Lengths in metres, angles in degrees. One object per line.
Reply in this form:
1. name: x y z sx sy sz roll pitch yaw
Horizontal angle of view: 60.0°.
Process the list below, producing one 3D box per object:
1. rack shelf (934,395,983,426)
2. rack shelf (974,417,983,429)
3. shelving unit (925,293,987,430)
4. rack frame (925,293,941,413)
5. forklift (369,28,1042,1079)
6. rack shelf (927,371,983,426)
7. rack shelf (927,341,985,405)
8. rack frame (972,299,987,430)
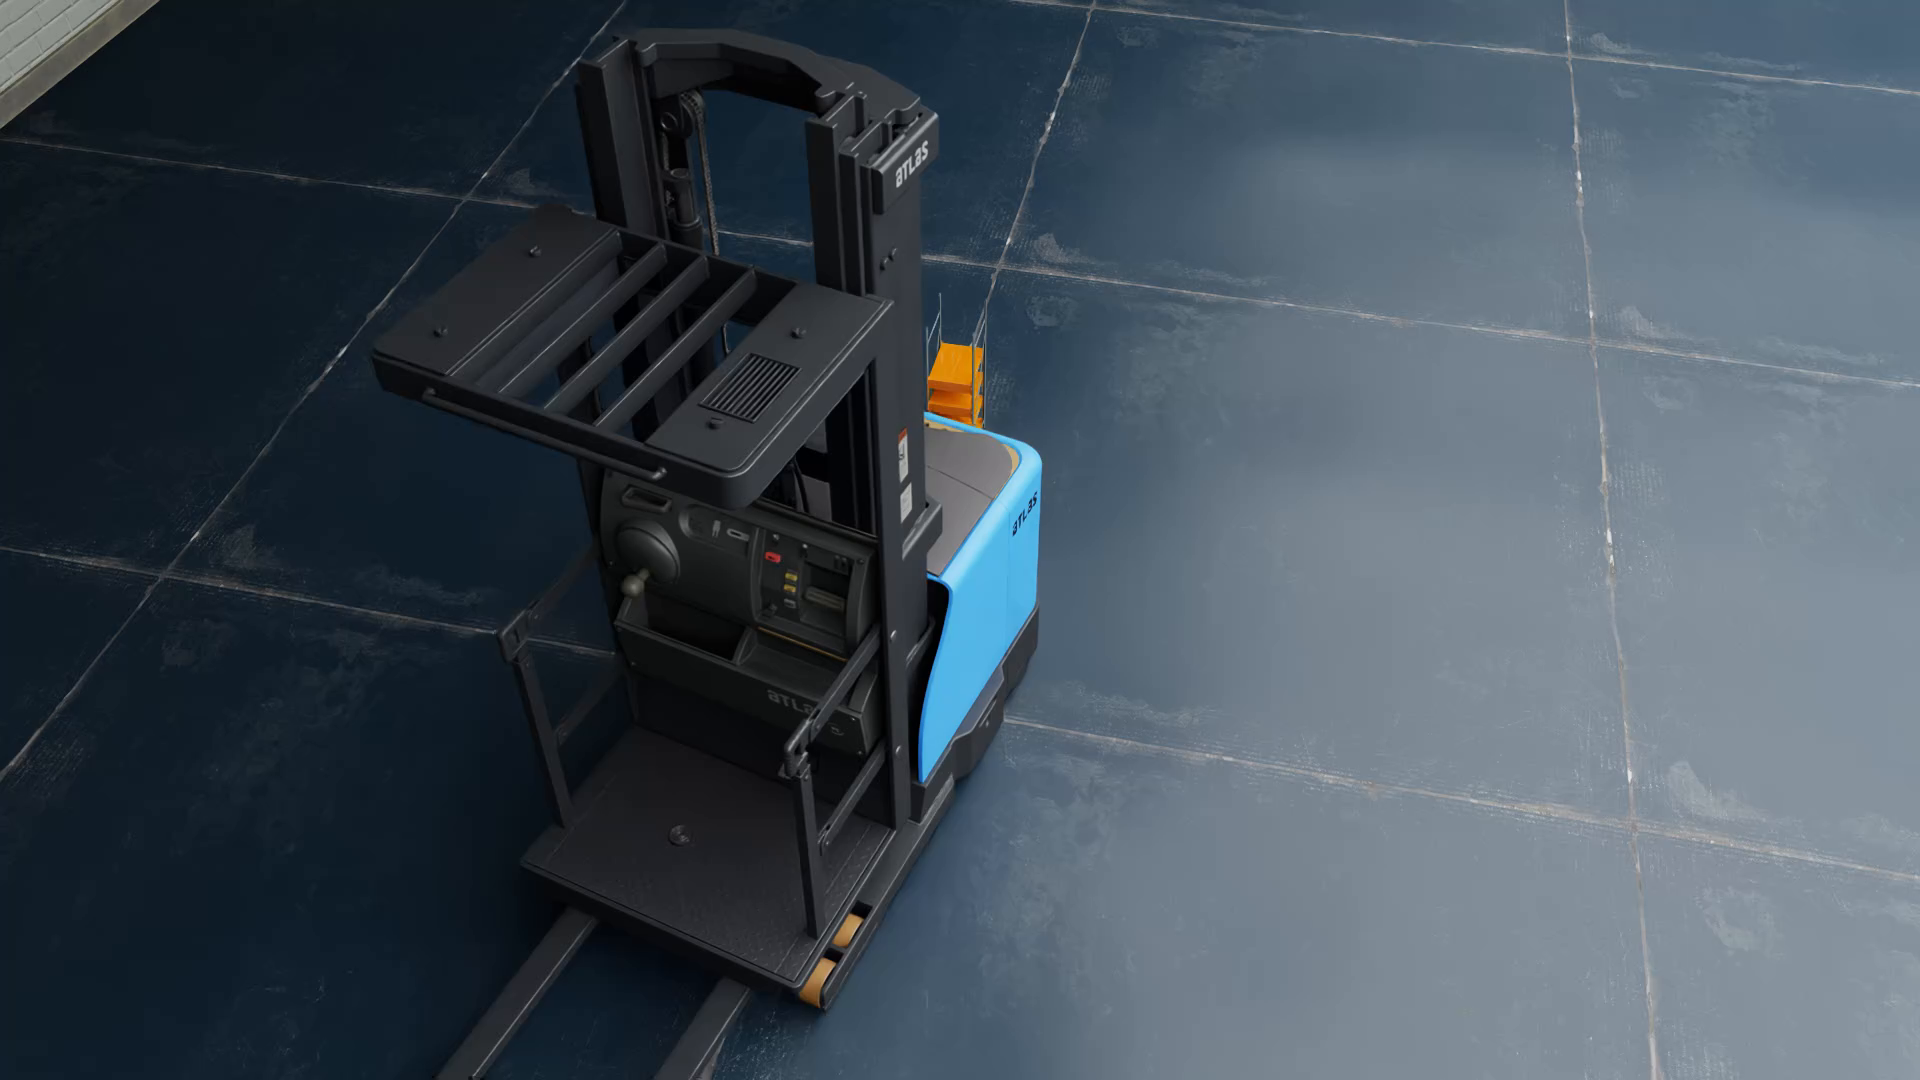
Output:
1. rack shelf: -0.014 -0.489 6.744 0.180 0.103 0.258 9 45 9
2. rack shelf: -0.014 -0.402 6.827 0.180 0.103 0.258 9 45 9
3. shelving unit: -0.014 -0.434 6.796 0.189 1.200 0.258 9 45 9
4. rack frame: -0.103 -0.448 6.811 0.006 1.200 0.240 9 45 9
5. forklift: -0.789 0.153 4.937 1.130 2.935 3.031 19 47 18
6. rack shelf: -0.014 -0.575 6.661 0.180 0.103 0.258 9 45 9
7. rack shelf: -0.014 -0.662 6.577 0.180 0.103 0.258 9 45 9
8. rack frame: 0.075 -0.421 6.782 0.006 1.200 0.240 9 45 9
